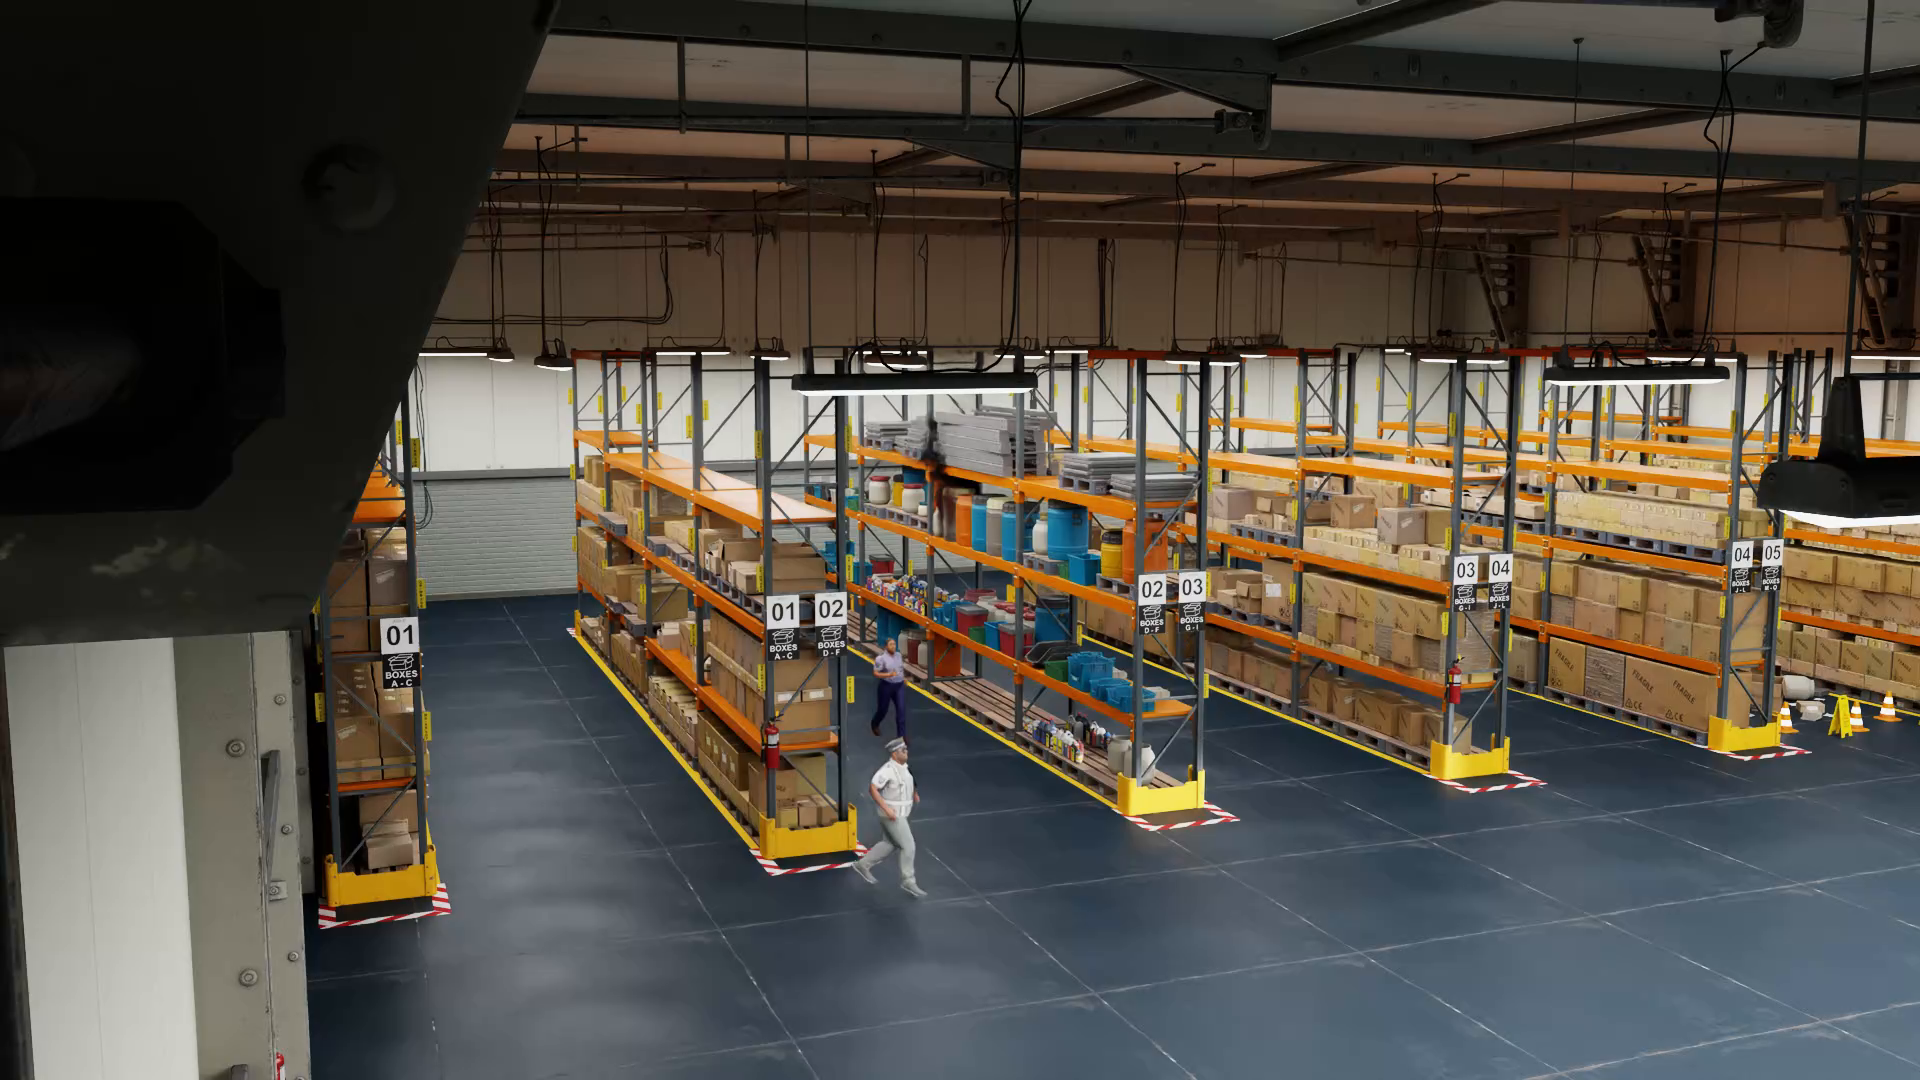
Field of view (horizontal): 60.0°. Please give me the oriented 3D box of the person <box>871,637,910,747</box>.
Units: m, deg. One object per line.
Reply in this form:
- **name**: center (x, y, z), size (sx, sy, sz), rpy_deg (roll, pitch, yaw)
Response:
- **person**: center (-1.068, 2.310, 25.704), size (0.607, 1.632, 0.941), rpy_deg (-4, 8, -28)

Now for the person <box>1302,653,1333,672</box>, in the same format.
- **person**: center (6.760, 1.590, 31.408), size (0.599, 1.758, 0.768), rpy_deg (-3, 8, -25)

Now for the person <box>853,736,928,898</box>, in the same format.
- **person**: center (-0.783, 3.110, 18.888), size (0.885, 1.815, 0.674), rpy_deg (1, 7, 8)
